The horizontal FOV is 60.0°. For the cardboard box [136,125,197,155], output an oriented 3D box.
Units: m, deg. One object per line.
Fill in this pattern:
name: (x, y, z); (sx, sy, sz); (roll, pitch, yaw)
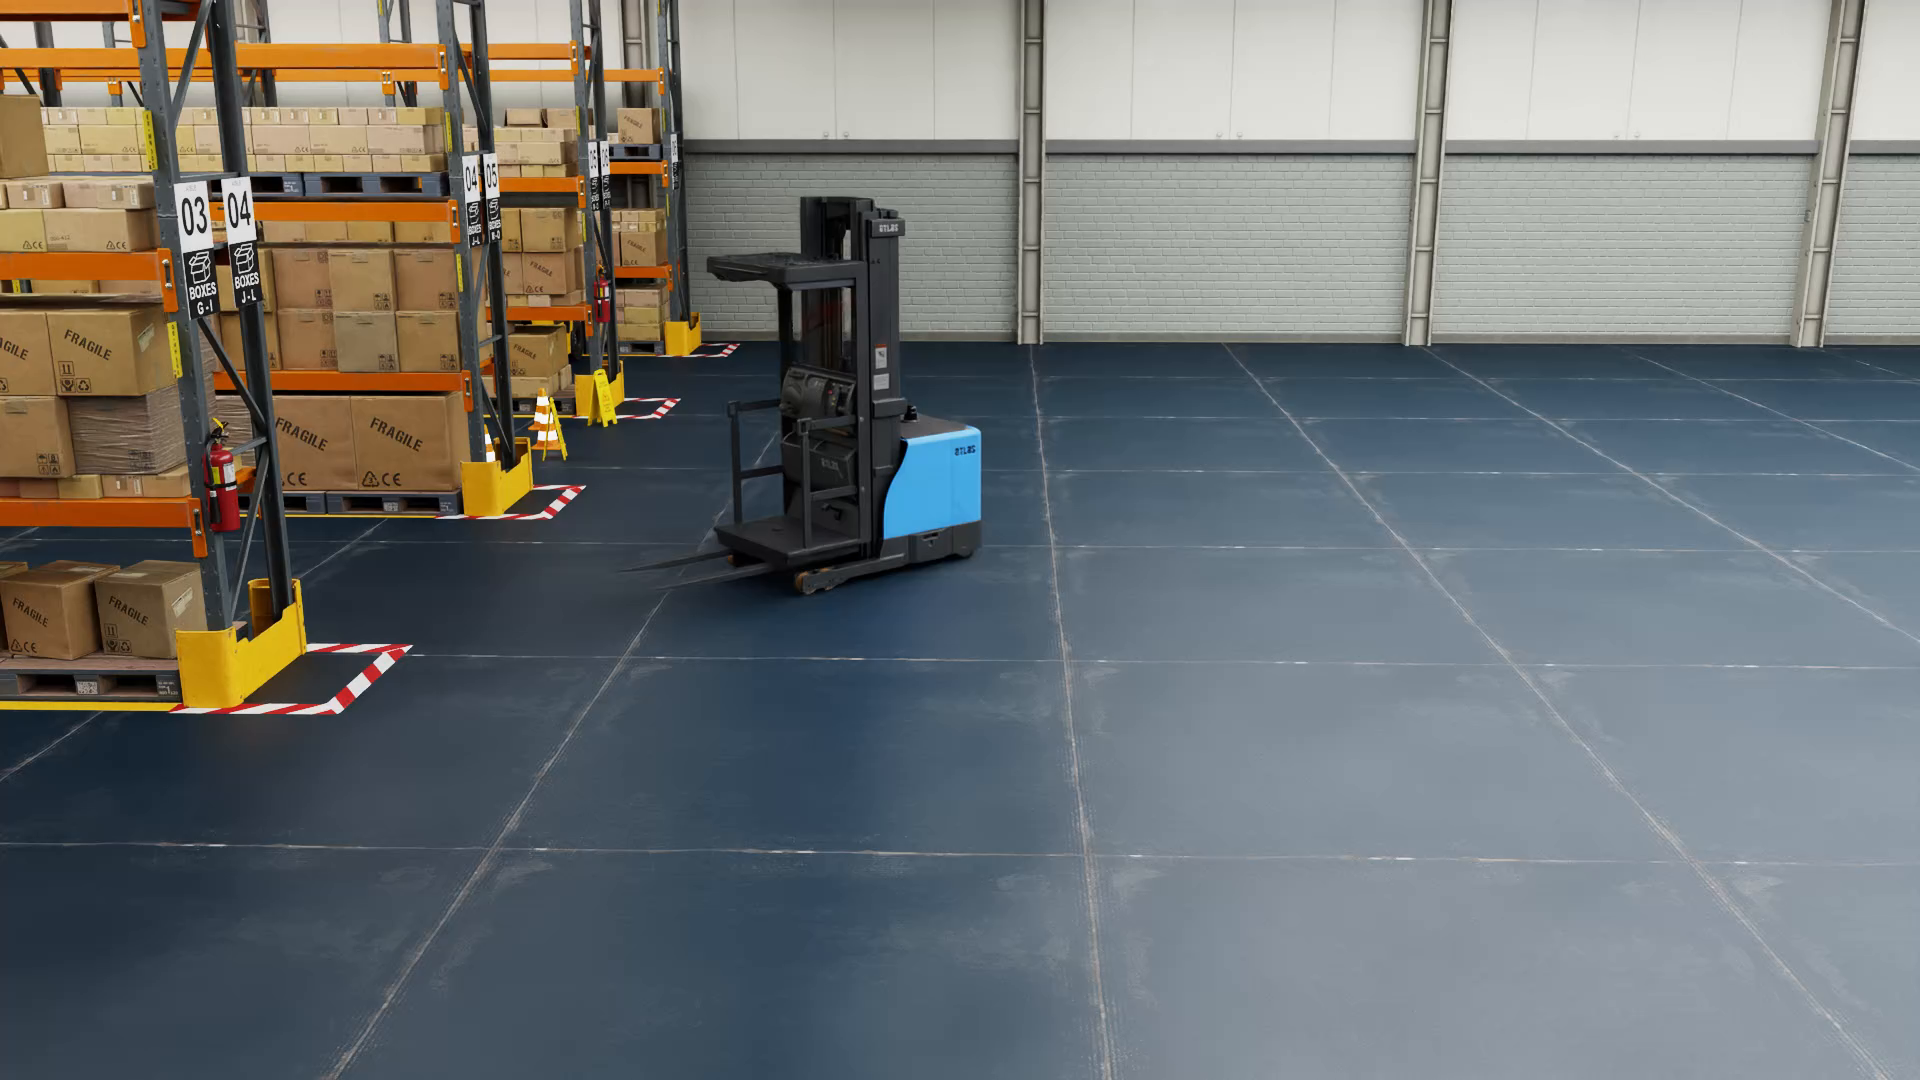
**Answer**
cardboard box: (-6.883, -3.533, 14.664); (0.500, 0.250, 0.500); (0, 15, 1)

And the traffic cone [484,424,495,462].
traffic cone: (-4.869, -0.954, 17.048); (0.334, 0.463, 0.336); (0, 15, 1)

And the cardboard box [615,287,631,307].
cardboard box: (-5.205, -3.626, 24.810); (0.500, 0.250, 0.500); (1, 15, 2)

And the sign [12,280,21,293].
sign: (-8.377, -2.224, 14.775); (0.005, 0.325, 0.100); (0, 15, 1)

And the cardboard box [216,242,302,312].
cardboard box: (-6.386, -2.410, 15.185); (0.500, 0.550, 0.875); (0, 15, 1)

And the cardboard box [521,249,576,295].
cardboard box: (-4.899, -3.203, 19.822); (0.500, 0.500, 0.500); (0, 15, 0)

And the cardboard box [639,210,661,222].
cardboard box: (-4.589, -4.798, 24.596); (0.250, 0.149, 0.380); (0, 15, 2)

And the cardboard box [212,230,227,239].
cardboard box: (-8.815, -3.444, 19.910); (0.500, 0.500, 0.500); (0, 15, 0)

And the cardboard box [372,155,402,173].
cardboard box: (-4.967, -3.313, 14.609); (0.250, 0.149, 0.380); (0, 15, 2)

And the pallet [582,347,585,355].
pallet: (-6.208, -2.998, 25.291); (1.213, 0.211, 1.003); (0, 15, 1)

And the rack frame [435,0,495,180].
rack frame: (-4.374, -4.716, 14.573); (0.127, 3.000, 1.000); (0, 15, 1)

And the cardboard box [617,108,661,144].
cardboard box: (-4.675, -6.035, 24.237); (0.500, 0.500, 0.500); (1, 15, 3)

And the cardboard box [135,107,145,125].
cardboard box: (-6.999, -3.712, 14.558); (0.250, 0.149, 0.380); (1, 15, 2)

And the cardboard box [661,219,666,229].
cardboard box: (-4.558, -4.774, 25.087); (0.250, 0.149, 0.380); (0, 15, 0)

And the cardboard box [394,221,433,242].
cardboard box: (-6.379, -3.722, 19.829); (0.500, 0.500, 0.700); (0, 15, 1)

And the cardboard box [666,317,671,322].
cardboard box: (-4.712, -3.270, 25.422); (0.500, 0.250, 0.500); (0, 15, 2)

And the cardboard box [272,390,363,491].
cardboard box: (-5.934, -0.983, 15.529); (0.875, 0.875, 0.875); (0, 15, 1)

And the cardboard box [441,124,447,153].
cardboard box: (-4.850, -3.656, 15.131); (0.500, 0.250, 0.500); (0, 15, 1)

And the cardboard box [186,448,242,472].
cardboard box: (-4.881, -0.492, 10.816); (0.250, 0.149, 0.380); (0, 15, 1)

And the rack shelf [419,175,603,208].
rack shelf: (-6.348, -4.193, 19.884); (4.000, 0.370, 1.077); (0, 15, 1)

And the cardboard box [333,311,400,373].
cardboard box: (-5.297, -1.876, 15.277); (0.550, 0.550, 0.875); (0, 15, 1)

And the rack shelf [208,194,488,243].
rack shelf: (-6.374, -2.930, 15.097); (4.000, 0.370, 1.077); (0, 15, 1)

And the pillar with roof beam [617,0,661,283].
pillar with roof beam: (-5.009, -6.381, 20.886); (0.400, 9.000, 9.100); (0, 15, 1)

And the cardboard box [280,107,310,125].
cardboard box: (-5.734, -3.703, 14.527); (0.250, 0.149, 0.380); (0, 15, 2)

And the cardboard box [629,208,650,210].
cardboard box: (-4.820, -4.924, 25.072); (0.250, 0.149, 0.380); (1, 15, 3)

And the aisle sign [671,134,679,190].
aisle sign: (-4.168, -5.525, 24.307); (0.004, 0.787, 0.394); (0, 15, 1)

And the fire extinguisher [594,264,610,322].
fire extinguisher: (-4.246, -2.922, 19.687); (0.183, 0.674, 0.296); (0, 15, 1)

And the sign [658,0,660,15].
sign: (-4.254, -7.596, 23.505); (0.005, 0.325, 0.100); (0, 15, 1)

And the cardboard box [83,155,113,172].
cardboard box: (-7.510, -3.329, 14.671); (0.250, 0.149, 0.380); (0, 15, 1)

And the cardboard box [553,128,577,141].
cardboard box: (-4.699, -4.847, 19.879); (0.250, 0.149, 0.380); (0, 15, 1)

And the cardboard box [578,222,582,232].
cardboard box: (-5.609, -4.642, 24.587); (0.250, 0.149, 0.380); (0, 15, 0)

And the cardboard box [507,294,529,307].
cardboard box: (-5.240, -2.885, 19.886); (0.250, 0.149, 0.380); (0, 15, 0)

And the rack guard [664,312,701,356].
rack guard: (-4.202, -3.135, 25.242); (0.348, 0.500, 1.175); (0, 15, 1)

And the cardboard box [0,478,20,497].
cardboard box: (-5.892, -0.386, 10.417); (0.250, 0.149, 0.380); (0, 15, 1)

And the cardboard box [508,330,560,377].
cardboard box: (-5.157, -2.253, 20.095); (0.500, 0.500, 0.500); (0, 15, 2)

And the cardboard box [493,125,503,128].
cardboard box: (-6.749, -5.919, 24.261); (0.258, 0.266, 0.396); (0, 15, 0)

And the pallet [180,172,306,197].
pallet: (-6.339, -3.232, 15.003); (1.213, 0.211, 1.003); (0, 15, 1)

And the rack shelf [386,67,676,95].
rack shelf: (-6.225, -6.716, 24.351); (4.000, 0.370, 1.077); (0, 15, 1)

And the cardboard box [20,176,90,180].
cardboard box: (-5.654, -2.199, 10.425); (0.250, 0.149, 0.380); (1, 15, 4)

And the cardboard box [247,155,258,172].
cardboard box: (-6.240, -3.321, 14.641); (0.250, 0.149, 0.380); (1, 15, 2)

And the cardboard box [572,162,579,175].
cardboard box: (-4.672, -4.492, 20.097); (0.250, 0.149, 0.380); (0, 15, 1)

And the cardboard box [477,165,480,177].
cardboard box: (-5.729, -4.350, 19.559); (0.250, 0.149, 0.380); (0, 15, 1)

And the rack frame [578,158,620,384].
rack frame: (-4.349, -3.078, 20.126); (0.127, 3.000, 1.000); (0, 15, 1)

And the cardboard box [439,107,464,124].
cardboard box: (-4.700, -3.864, 15.136); (0.250, 0.149, 0.380); (1, 15, 2)

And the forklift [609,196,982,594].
forklift: (-1.276, -1.151, 12.959); (3.031, 2.935, 1.130); (-12, 19, -38)

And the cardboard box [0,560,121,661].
cardboard box: (-5.824, 0.452, 10.825); (0.500, 0.500, 0.500); (4, 15, 16)

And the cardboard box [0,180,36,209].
cardboard box: (-5.673, -2.044, 9.841); (0.250, 0.149, 0.380); (0, 15, 2)

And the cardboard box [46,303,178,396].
cardboard box: (-5.158, -1.167, 10.143); (0.500, 0.500, 0.500); (0, 15, 1)

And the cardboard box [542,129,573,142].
cardboard box: (-4.695, -4.719, 19.396); (0.250, 0.149, 0.380); (1, 15, 2)

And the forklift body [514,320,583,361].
forklift body: (-6.168, -3.480, 23.316); (1.214, 2.155, 2.313); (0, 15, 1)

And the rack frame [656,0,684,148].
rack frame: (-4.226, -7.244, 24.159); (0.127, 3.000, 1.000); (0, 15, 1)
